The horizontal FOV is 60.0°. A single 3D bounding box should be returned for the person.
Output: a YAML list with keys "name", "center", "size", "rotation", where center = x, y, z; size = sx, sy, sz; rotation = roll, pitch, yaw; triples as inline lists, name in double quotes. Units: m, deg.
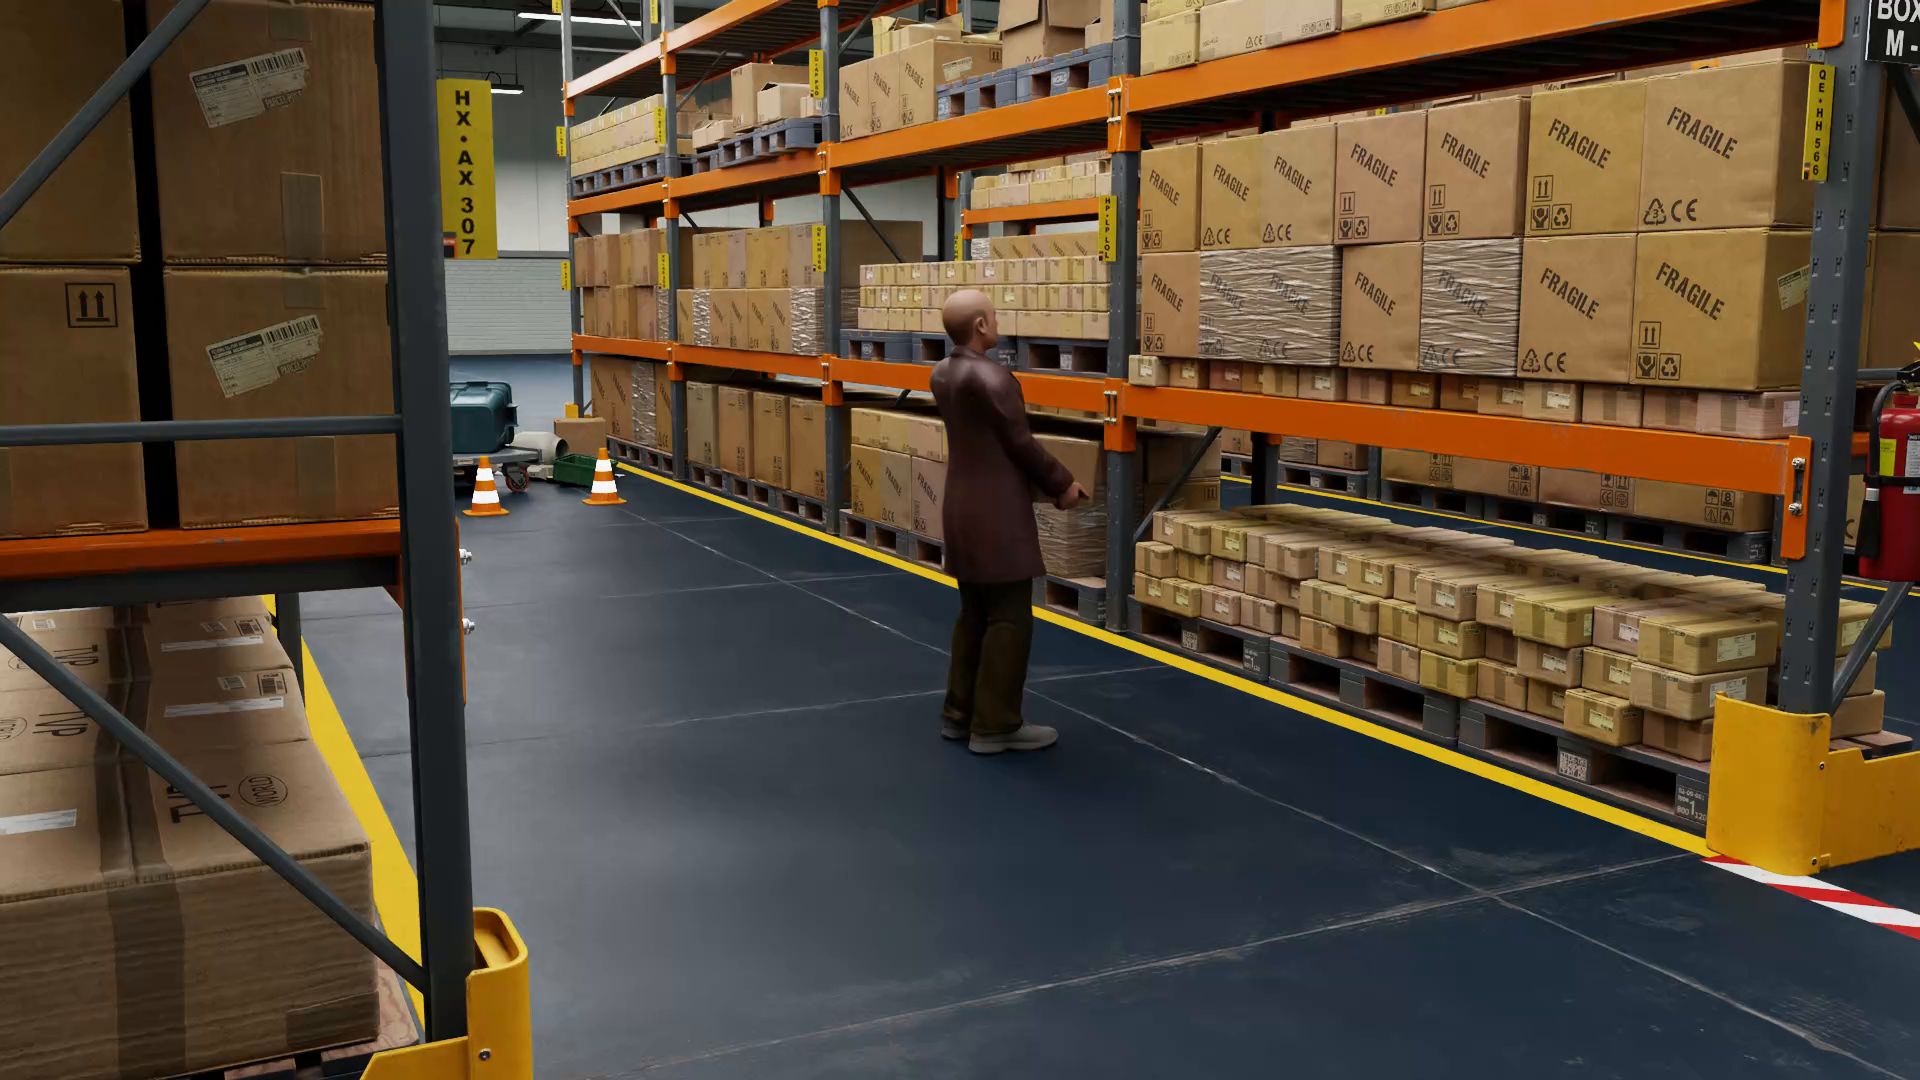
- name: "person"
  center: [0.194, -0.086, 6.490]
  size: [0.555, 1.769, 0.531]
  rotation: [-4, 9, -26]
